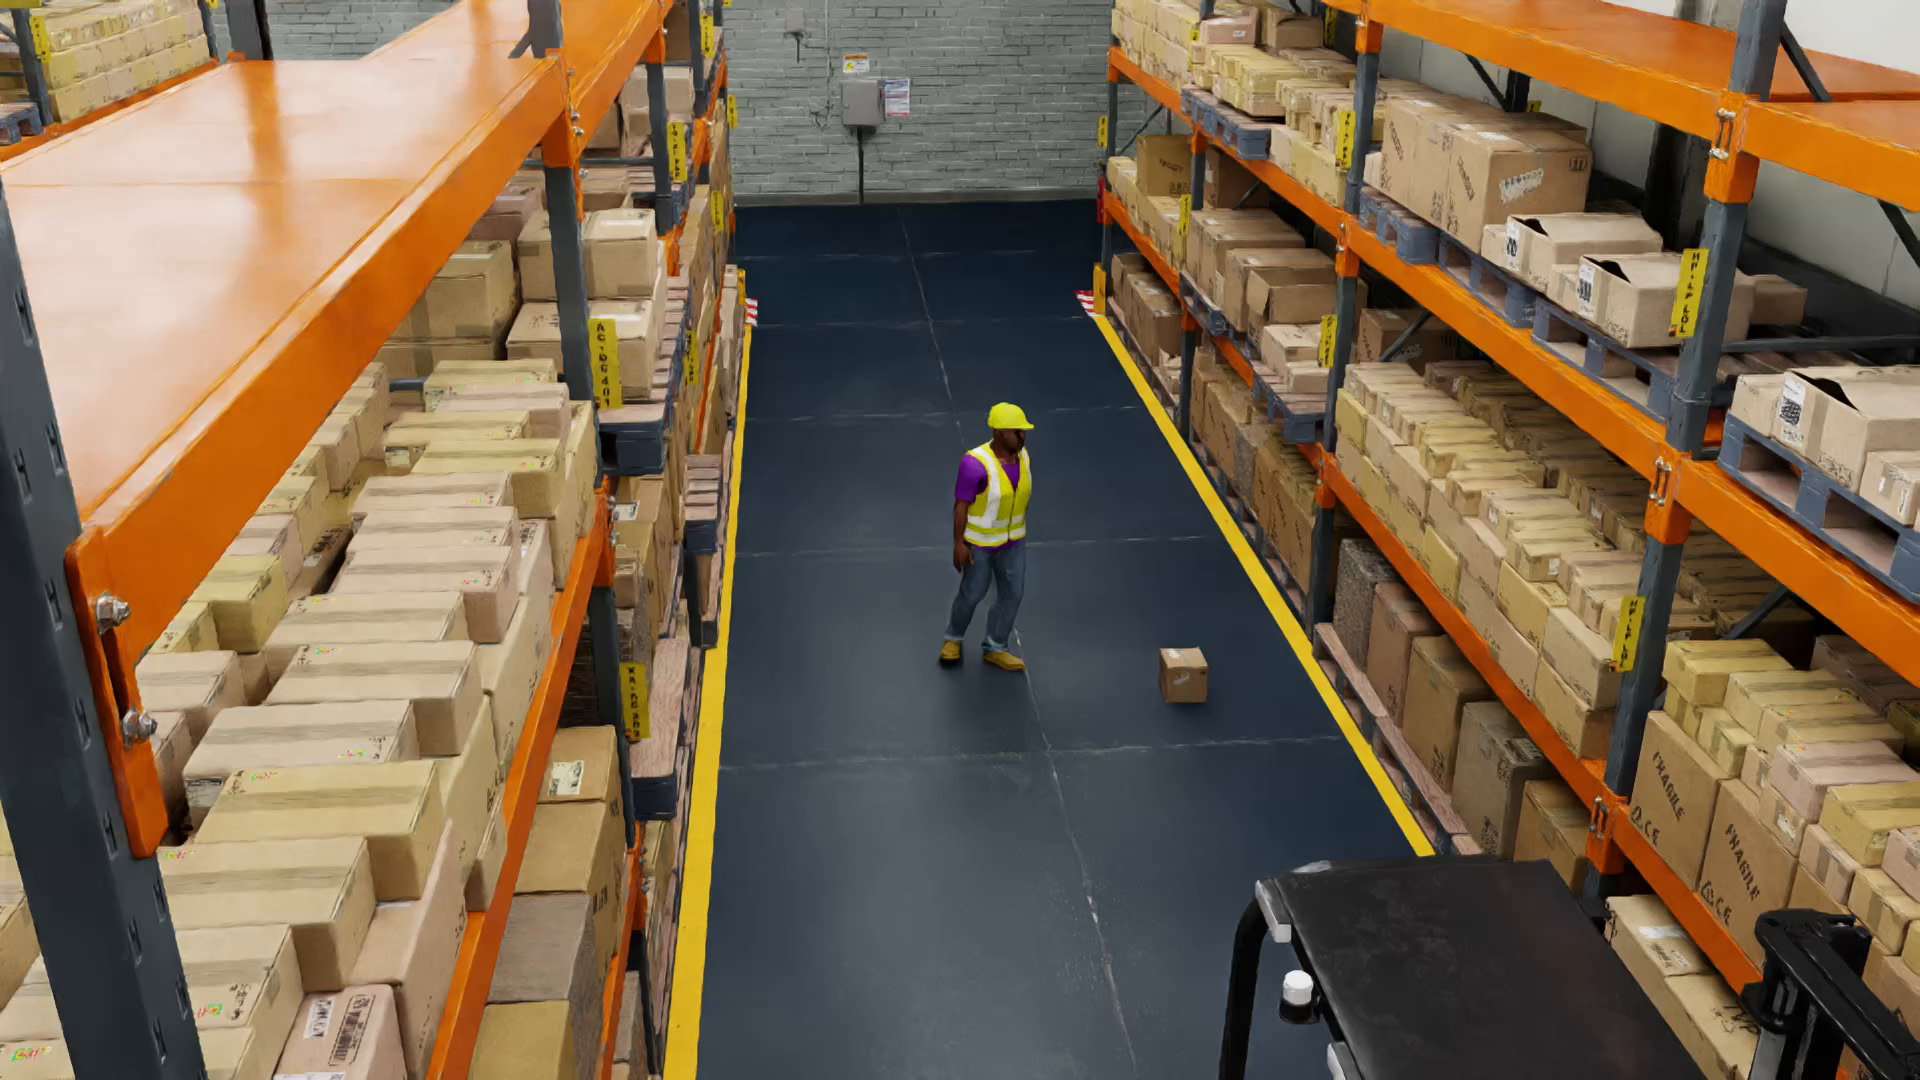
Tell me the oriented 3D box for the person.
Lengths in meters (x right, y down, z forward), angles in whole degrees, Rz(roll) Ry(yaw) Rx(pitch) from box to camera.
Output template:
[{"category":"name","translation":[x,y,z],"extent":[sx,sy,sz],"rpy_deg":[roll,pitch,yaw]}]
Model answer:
[{"category":"person","translation":[0.171,-0.034,10.381],"extent":[0.607,1.754,0.559],"rpy_deg":[-17,29,-34]}]
